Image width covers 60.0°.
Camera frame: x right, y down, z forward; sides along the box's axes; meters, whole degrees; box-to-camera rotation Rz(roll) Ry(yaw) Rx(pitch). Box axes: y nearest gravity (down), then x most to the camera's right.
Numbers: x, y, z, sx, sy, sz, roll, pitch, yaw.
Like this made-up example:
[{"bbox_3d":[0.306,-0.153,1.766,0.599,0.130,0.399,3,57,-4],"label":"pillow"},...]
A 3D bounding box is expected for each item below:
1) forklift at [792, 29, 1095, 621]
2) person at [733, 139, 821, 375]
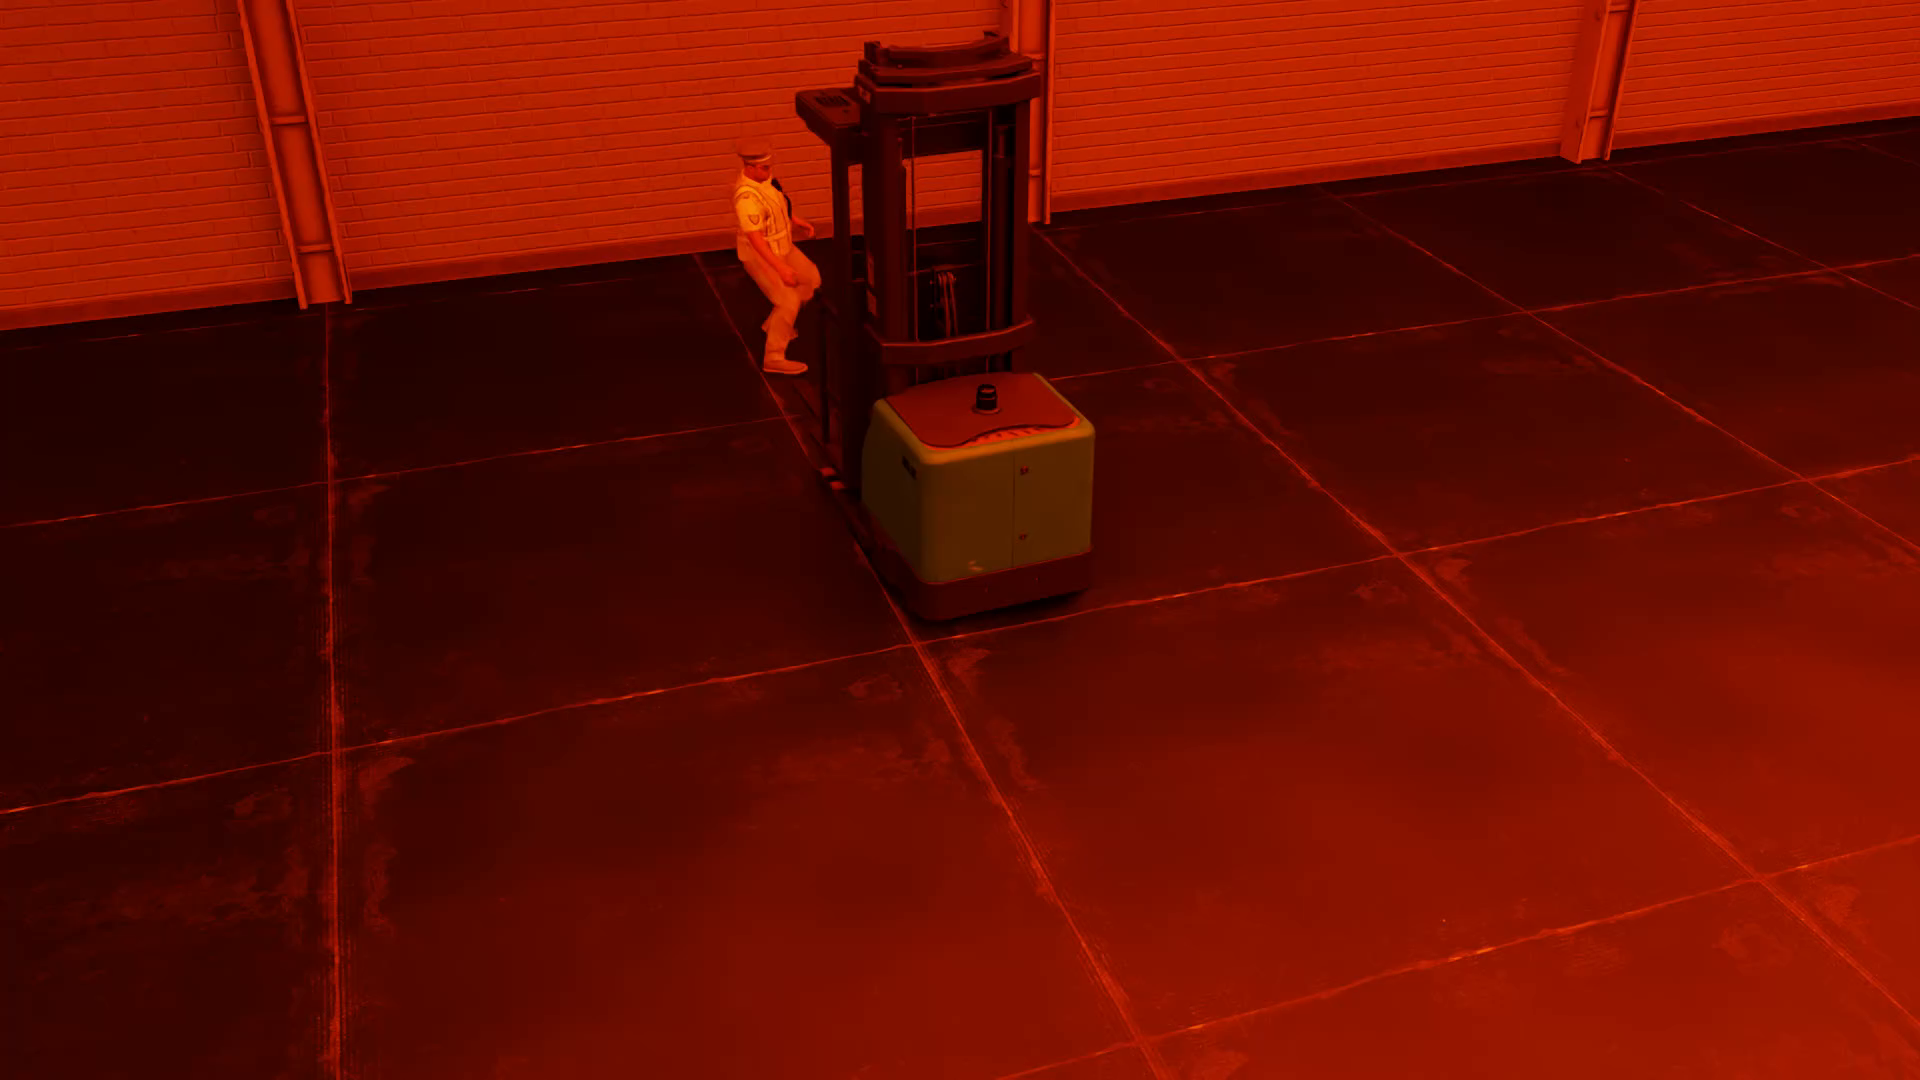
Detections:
[{"bbox_3d":[-0.277,-1.545,9.771,1.130,2.935,3.031,-11,32,-19],"label":"forklift"},{"bbox_3d":[-1.336,-2.084,12.019,0.571,1.613,0.865,6,30,10],"label":"person"}]
